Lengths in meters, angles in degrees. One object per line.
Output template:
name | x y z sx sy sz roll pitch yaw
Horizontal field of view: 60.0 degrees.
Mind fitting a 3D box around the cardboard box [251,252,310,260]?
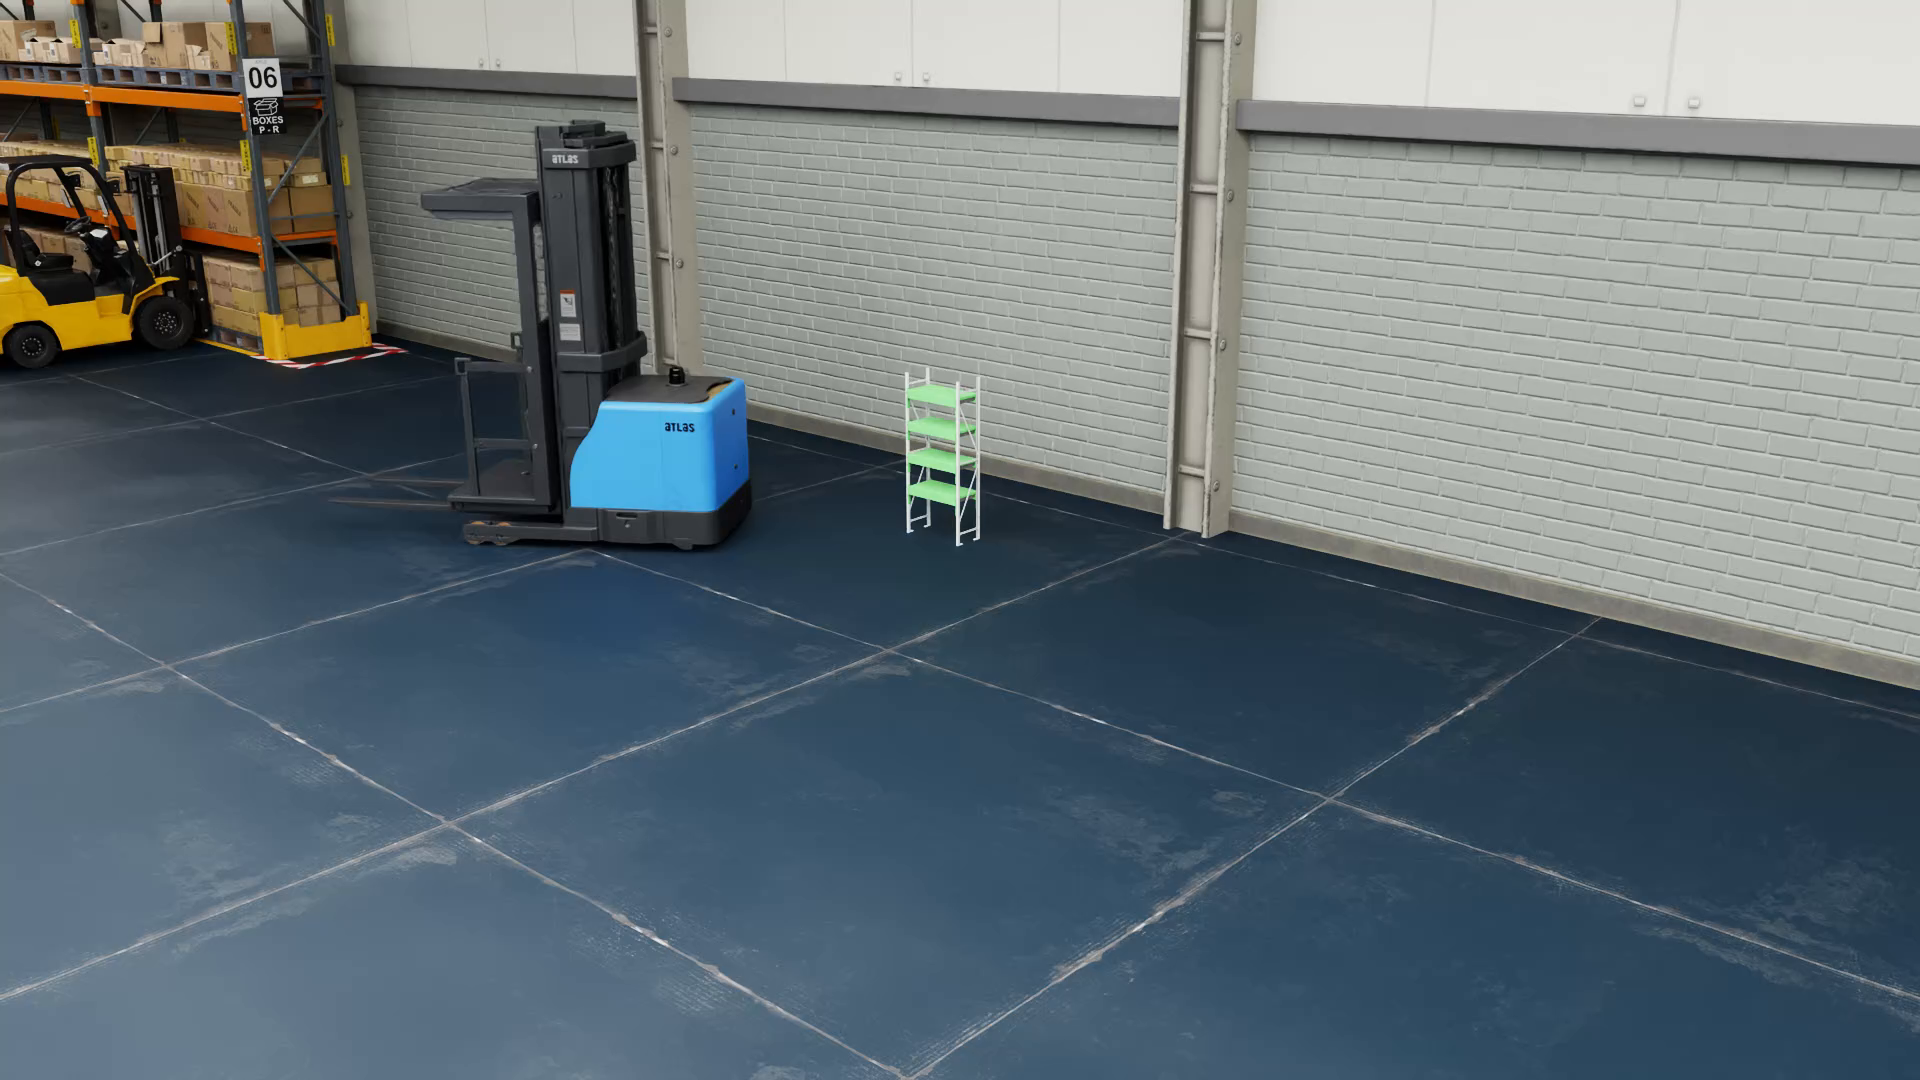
cardboard box | -7.901 -3.187 19.392 0.500 0.250 0.500 15 23 39

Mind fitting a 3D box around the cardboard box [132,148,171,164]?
cardboard box | -9.664 -4.596 19.905 0.250 0.149 0.380 16 23 40

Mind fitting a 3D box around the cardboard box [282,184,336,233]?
cardboard box | -7.477 -3.791 18.935 0.500 0.500 0.500 16 24 41

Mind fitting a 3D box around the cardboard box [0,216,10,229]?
cardboard box | -13.812 -4.548 23.848 0.250 0.149 0.380 14 22 37

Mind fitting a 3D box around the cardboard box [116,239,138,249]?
cardboard box | -10.129 -3.583 20.640 0.500 0.250 0.500 15 23 38

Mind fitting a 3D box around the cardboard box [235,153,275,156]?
cardboard box | -8.169 -4.406 19.307 0.250 0.149 0.380 16 24 41

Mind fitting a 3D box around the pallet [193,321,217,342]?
pallet | -8.799 -2.642 20.086 1.213 0.211 1.003 15 23 39

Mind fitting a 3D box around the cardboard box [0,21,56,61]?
cardboard box | -12.133 -6.508 21.676 0.500 0.500 0.500 16 23 41

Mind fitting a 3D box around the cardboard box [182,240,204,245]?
cardboard box | -9.397 -3.597 20.687 0.500 0.250 0.500 15 23 38

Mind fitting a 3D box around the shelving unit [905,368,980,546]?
shelving unit | -0.124 -0.605 12.035 0.503 1.200 0.258 15 23 39

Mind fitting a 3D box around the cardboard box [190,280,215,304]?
cardboard box | -8.630 -2.938 19.437 0.500 0.250 0.500 14 23 38

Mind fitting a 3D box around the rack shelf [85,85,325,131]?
rack shelf | -8.787 -5.070 19.359 4.000 0.370 1.077 15 23 39

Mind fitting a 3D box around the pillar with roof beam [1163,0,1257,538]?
pillar with roof beam | -1.096 -3.401 7.953 0.400 9.000 9.100 15 23 39

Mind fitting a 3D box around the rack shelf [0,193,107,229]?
rack shelf | -11.778 -4.443 22.343 4.000 0.370 1.077 15 23 39

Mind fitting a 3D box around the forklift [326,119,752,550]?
forklift | -3.142 -1.510 12.024 3.031 2.935 1.130 2 18 8

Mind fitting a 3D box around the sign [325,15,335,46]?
sign | -6.918 -5.590 18.232 0.005 0.325 0.100 15 23 39

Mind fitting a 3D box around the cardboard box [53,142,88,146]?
cardboard box | -12.244 -5.399 22.926 0.250 0.149 0.380 14 23 38

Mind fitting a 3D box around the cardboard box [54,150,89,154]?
cardboard box | -11.478 -4.958 21.539 0.250 0.149 0.380 14 23 38

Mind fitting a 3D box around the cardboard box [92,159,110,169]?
cardboard box | -10.685 -4.760 20.913 0.250 0.149 0.380 16 24 41

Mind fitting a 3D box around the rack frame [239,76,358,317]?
rack frame | -7.291 -3.582 18.438 0.127 3.000 1.000 15 23 39

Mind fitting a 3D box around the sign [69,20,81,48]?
sign | -10.635 -6.086 19.996 0.005 0.325 0.100 15 23 39

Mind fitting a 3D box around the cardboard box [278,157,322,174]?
cardboard box | -7.400 -4.196 18.645 0.250 0.149 0.380 14 23 38

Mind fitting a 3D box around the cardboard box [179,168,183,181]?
cardboard box | -8.839 -4.267 19.361 0.250 0.149 0.380 15 23 39

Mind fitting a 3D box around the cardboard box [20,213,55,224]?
cardboard box | -13.458 -4.681 24.268 0.250 0.149 0.380 17 24 42

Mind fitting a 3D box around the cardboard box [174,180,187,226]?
cardboard box | -8.982 -3.976 19.516 0.500 0.500 0.500 15 23 40

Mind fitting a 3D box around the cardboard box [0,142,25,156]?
cardboard box | -13.031 -5.361 22.807 0.250 0.149 0.380 16 23 40

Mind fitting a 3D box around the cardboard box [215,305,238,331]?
cardboard box | -8.218 -2.596 19.184 0.500 0.250 0.500 15 23 39

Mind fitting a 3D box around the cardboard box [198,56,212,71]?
cardboard box | -8.112 -5.237 18.252 0.250 0.149 0.380 14 22 38

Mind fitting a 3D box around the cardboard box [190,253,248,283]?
cardboard box | -8.612 -3.170 19.339 0.500 0.250 0.500 15 23 40

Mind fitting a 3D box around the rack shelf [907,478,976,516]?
rack shelf | -0.124 -0.315 12.127 0.480 0.148 0.258 15 23 39

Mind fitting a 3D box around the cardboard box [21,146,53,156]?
cardboard box | -12.259 -5.157 22.166 0.250 0.149 0.380 16 23 40

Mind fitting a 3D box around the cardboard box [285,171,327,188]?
cardboard box | -7.372 -4.065 18.725 0.250 0.149 0.380 14 23 38

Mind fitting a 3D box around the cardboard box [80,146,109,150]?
cardboard box | -11.512 -5.177 22.229 0.250 0.149 0.380 15 23 40

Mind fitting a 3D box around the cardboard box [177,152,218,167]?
cardboard box | -8.850 -4.411 19.323 0.250 0.149 0.380 15 23 40

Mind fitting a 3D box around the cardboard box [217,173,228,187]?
cardboard box | -8.100 -4.055 18.693 0.250 0.149 0.380 16 23 40

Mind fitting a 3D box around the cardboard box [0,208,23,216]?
cardboard box | -14.247 -4.889 24.924 0.250 0.149 0.380 14 23 38

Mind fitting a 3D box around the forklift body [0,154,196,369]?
forklift body | -9.920 -3.145 18.466 1.214 2.155 2.313 15 23 39

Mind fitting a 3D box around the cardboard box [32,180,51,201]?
cardboard box | -11.955 -4.663 22.095 0.500 0.250 0.500 16 24 41

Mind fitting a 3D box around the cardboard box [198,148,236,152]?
cardboard box | -8.907 -4.623 19.991 0.250 0.149 0.380 15 23 39

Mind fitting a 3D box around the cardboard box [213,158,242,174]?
cardboard box | -8.117 -4.193 18.637 0.250 0.149 0.380 16 23 40

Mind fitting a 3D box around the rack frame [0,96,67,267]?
rack frame | -13.274 -5.188 23.500 0.127 3.000 1.000 15 23 39

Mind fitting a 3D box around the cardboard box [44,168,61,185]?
cardboard box | -11.588 -4.798 21.692 0.500 0.250 0.500 16 23 40

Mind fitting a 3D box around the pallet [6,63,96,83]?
pallet | -11.869 -6.188 22.003 1.213 0.211 1.003 16 24 42

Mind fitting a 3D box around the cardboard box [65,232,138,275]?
cardboard box | -11.256 -3.713 22.083 0.625 0.625 0.875 15 23 39

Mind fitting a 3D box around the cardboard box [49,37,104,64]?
cardboard box | -10.986 -6.110 20.734 0.500 0.311 0.500 14 22 38

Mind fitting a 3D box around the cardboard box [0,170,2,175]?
cardboard box | -13.121 -5.205 22.974 0.500 0.250 0.500 15 23 39

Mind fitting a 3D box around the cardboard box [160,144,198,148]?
cardboard box | -9.683 -4.828 20.636 0.250 0.149 0.380 14 23 38

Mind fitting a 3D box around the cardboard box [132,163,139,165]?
cardboard box | -9.675 -4.454 19.950 0.250 0.149 0.380 16 23 40

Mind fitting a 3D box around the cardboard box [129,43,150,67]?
cardboard box | -9.374 -5.631 19.301 0.258 0.266 0.396 14 23 38
